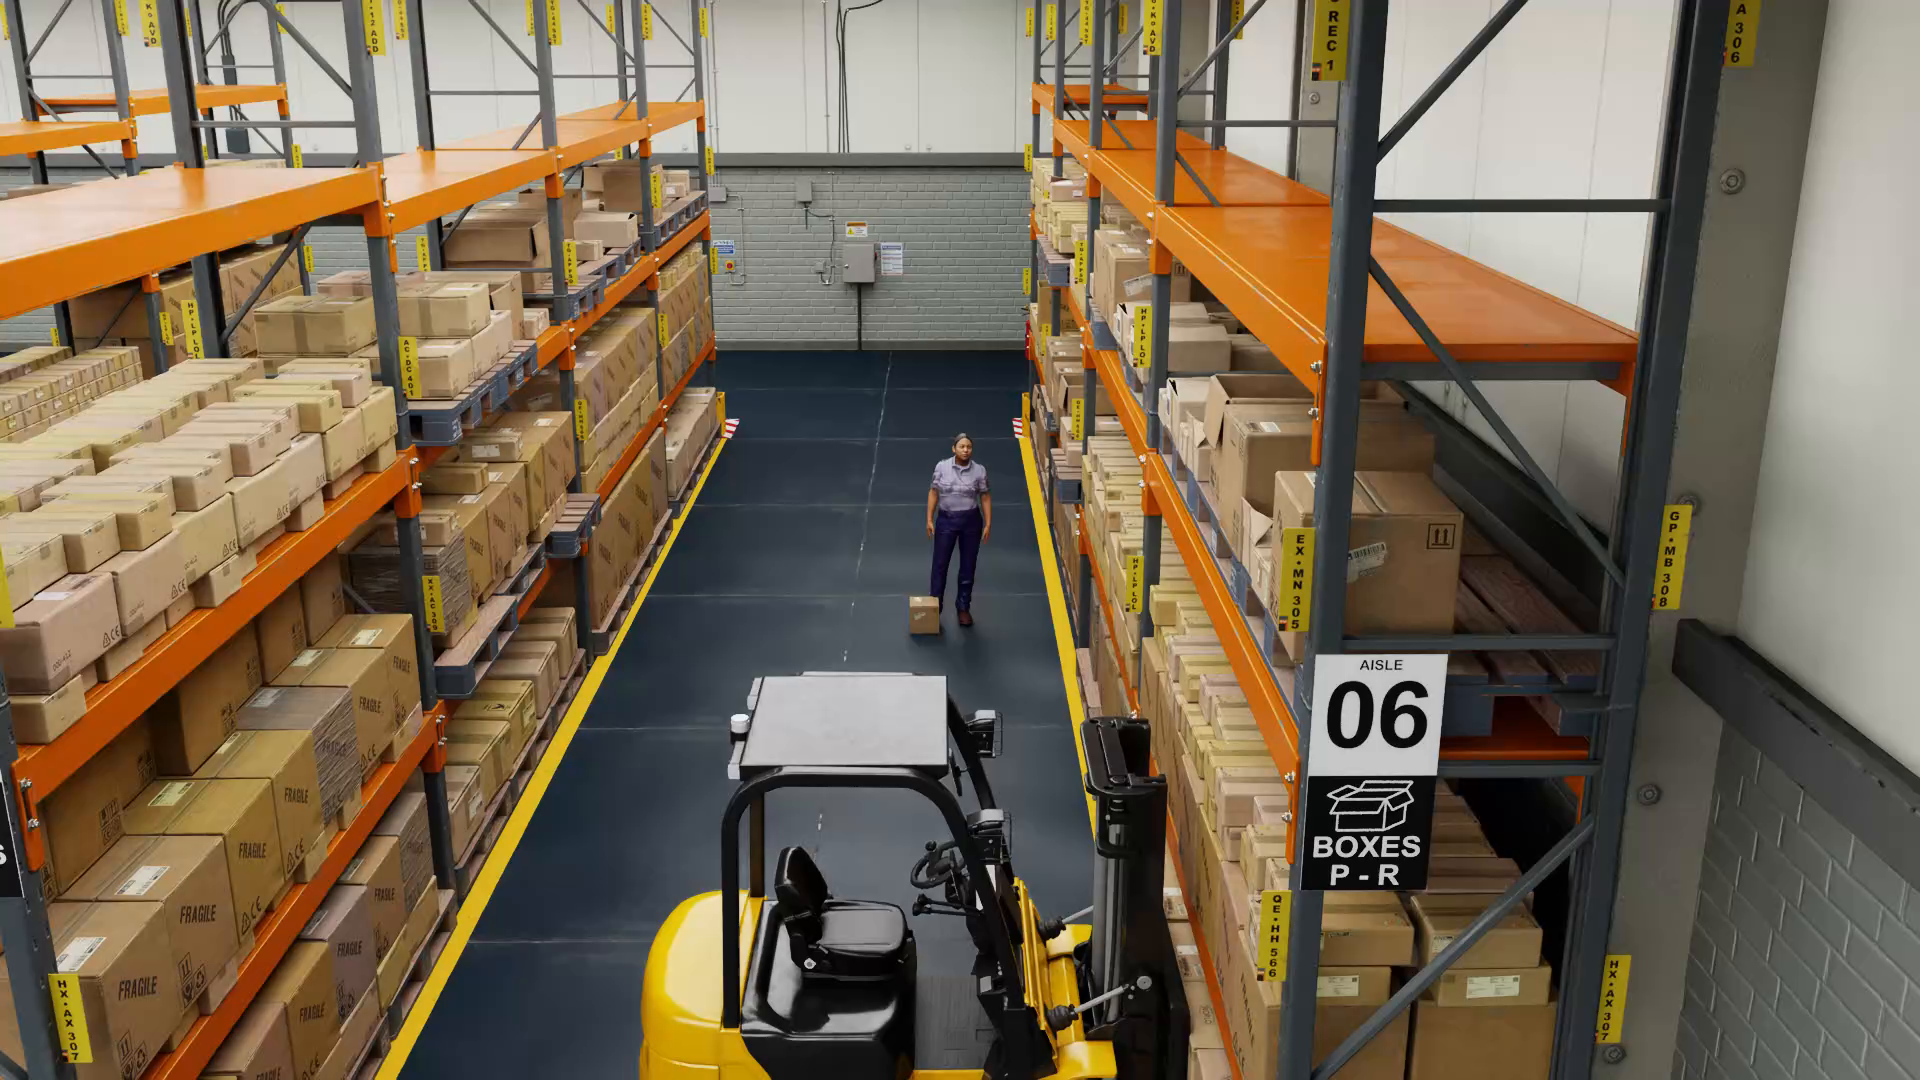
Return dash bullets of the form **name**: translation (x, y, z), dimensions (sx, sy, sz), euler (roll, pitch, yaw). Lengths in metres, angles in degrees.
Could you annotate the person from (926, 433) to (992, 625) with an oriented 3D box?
- **person**: translation (-0.025, -0.075, 14.300), dimensions (0.598, 1.640, 0.502), euler (0, 17, -1)
